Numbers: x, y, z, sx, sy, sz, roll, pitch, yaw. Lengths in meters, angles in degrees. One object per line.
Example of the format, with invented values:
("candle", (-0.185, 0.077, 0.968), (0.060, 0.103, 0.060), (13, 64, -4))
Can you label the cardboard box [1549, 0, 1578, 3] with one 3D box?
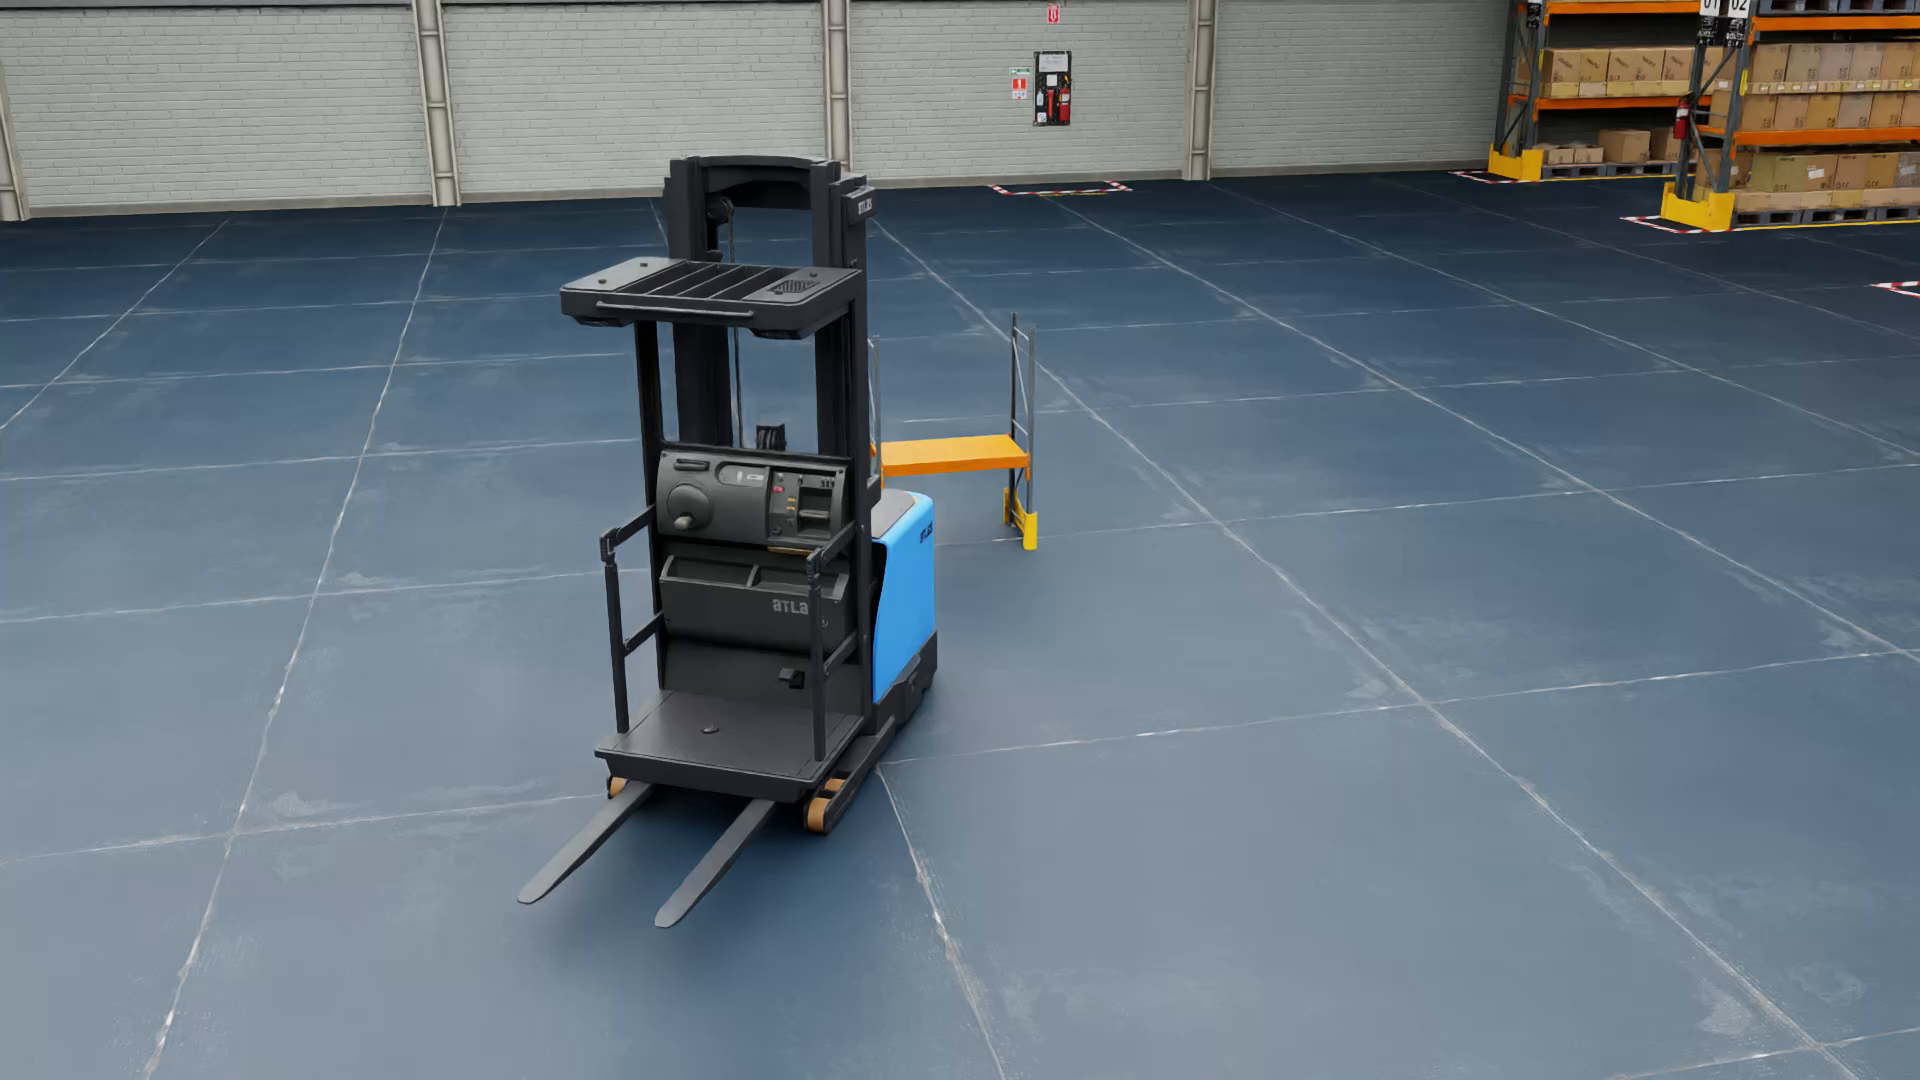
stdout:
("cardboard box", (9.669, -8.967, 26.896), (0.500, 0.500, 0.500), (-4, 21, -11))

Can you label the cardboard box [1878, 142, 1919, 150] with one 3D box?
("cardboard box", (13.799, -5.544, 24.385), (0.500, 0.500, 0.500), (-5, 21, -12))

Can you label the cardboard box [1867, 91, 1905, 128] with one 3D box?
("cardboard box", (12.891, -6.145, 23.584), (0.500, 0.500, 0.700), (-4, 21, -12))

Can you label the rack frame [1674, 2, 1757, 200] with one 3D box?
("rack frame", (10.430, -5.901, 23.063), (0.127, 3.000, 1.000), (-5, 21, -12))

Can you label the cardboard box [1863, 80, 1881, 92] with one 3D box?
("cardboard box", (12.613, -6.354, 23.211), (0.250, 0.149, 0.380), (-4, 20, -11))

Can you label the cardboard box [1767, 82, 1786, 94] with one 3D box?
("cardboard box", (11.117, -6.234, 22.882), (0.250, 0.149, 0.380), (-5, 21, -14))

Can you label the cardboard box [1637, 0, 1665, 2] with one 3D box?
("cardboard box", (11.221, -9.089, 27.231), (0.500, 0.500, 0.500), (-3, 20, -9))

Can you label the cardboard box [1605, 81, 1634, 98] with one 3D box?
("cardboard box", (10.833, -7.515, 27.657), (0.500, 0.250, 0.500), (-5, 21, -13))

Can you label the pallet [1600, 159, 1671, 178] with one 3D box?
("pallet", (11.344, -6.404, 28.489), (1.213, 0.211, 1.003), (-5, 21, -12))

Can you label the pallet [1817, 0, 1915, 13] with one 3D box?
("pallet", (12.313, -7.413, 22.959), (1.213, 0.211, 1.003), (-5, 21, -12))

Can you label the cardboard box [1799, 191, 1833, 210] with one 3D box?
("cardboard box", (11.975, -4.855, 23.596), (0.500, 0.250, 0.500), (-5, 21, -12))

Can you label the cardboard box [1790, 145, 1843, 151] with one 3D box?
("cardboard box", (12.340, -5.425, 24.059), (0.500, 0.500, 0.500), (-5, 21, -12))

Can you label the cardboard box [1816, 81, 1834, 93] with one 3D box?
("cardboard box", (11.865, -6.294, 23.047), (0.250, 0.149, 0.380), (-5, 21, -14))

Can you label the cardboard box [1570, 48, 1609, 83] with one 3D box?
("cardboard box", (10.303, -7.823, 27.409), (0.500, 0.500, 0.500), (-5, 21, -12))

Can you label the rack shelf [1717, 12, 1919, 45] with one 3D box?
("rack shelf", (12.376, -7.130, 23.103), (4.000, 0.370, 1.077), (-5, 21, -12))

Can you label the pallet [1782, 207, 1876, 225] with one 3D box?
("pallet", (12.349, -4.762, 24.007), (1.213, 0.211, 1.003), (-5, 21, -12))

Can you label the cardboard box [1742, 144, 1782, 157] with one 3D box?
("cardboard box", (13.891, -6.972, 28.982), (0.500, 0.500, 0.700), (-4, 20, -11))

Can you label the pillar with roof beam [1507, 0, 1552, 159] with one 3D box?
("pillar with roof beam", (10.759, -9.280, 23.565), (0.400, 9.000, 9.100), (-5, 21, -12))

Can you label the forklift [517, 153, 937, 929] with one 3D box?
("forklift", (-1.034, -0.179, 7.543), (1.130, 2.935, 3.031), (6, 21, 16))

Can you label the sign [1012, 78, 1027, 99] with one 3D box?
("sign", (0.954, -7.254, 26.704), (0.234, 0.329, 0.001), (-5, 21, -12))

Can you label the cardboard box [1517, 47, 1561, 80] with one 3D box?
("cardboard box", (9.696, -7.959, 27.779), (0.500, 0.500, 0.500), (-5, 21, -13))

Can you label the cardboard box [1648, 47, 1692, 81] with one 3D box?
("cardboard box", (11.813, -7.948, 27.750), (0.500, 0.500, 0.500), (-5, 21, -14))

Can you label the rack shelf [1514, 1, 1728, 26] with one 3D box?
("rack shelf", (11.232, -8.788, 27.629), (4.000, 0.370, 1.077), (-5, 21, -12))

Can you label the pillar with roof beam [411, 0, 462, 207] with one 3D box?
("pillar with roof beam", (-6.758, -7.855, 19.676), (0.400, 9.000, 9.100), (-5, 21, -12))

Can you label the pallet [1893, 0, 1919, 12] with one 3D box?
("pallet", (13.498, -7.509, 23.219), (1.213, 0.211, 1.003), (-5, 21, -12))

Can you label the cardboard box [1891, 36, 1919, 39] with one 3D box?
("cardboard box", (16.433, -8.683, 28.928), (0.250, 0.149, 0.380), (-8, 22, -22))

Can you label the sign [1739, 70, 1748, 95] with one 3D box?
("sign", (10.551, -6.159, 22.392), (0.005, 0.325, 0.100), (-5, 21, -12))

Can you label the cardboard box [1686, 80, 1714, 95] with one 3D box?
("cardboard box", (12.301, -7.639, 27.996), (0.500, 0.250, 0.500), (-5, 21, -12))

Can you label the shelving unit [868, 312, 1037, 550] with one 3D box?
("shelving unit", (-0.074, -0.698, 11.040), (1.083, 1.500, 0.587), (-5, 21, -12))

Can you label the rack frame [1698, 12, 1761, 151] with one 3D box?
("rack frame", (13.179, -7.876, 28.453), (0.127, 3.000, 1.000), (-5, 21, -12))

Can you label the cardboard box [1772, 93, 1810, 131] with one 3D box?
("cardboard box", (11.397, -6.024, 23.253), (0.500, 0.500, 0.700), (-4, 21, -11))

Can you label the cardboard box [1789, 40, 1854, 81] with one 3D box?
("cardboard box", (11.939, -6.678, 23.152), (0.500, 0.500, 0.700), (-5, 21, -12))

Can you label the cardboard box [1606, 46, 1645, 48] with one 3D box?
("cardboard box", (11.180, -8.077, 28.103), (0.500, 0.500, 0.500), (-4, 21, -12))

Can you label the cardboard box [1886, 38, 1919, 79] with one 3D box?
("cardboard box", (13.400, -6.796, 23.475), (0.500, 0.500, 0.700), (-5, 21, -13))

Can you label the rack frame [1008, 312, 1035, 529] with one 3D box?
("rack frame", (0.412, -0.738, 11.148), (0.032, 1.500, 0.500), (-5, 21, -12))

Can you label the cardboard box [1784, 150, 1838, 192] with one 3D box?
("cardboard box", (11.972, -5.211, 23.477), (0.500, 0.500, 0.500), (-5, 21, -12))

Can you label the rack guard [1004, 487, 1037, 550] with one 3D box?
("rack guard", (0.410, -0.151, 11.363), (0.087, 0.250, 0.587), (-5, 21, -12))

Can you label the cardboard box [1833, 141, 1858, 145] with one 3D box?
("cardboard box", (15.378, -7.100, 29.330), (0.500, 0.500, 0.700), (-5, 21, -13))

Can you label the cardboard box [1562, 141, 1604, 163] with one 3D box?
("cardboard box", (10.535, -6.573, 28.166), (0.500, 0.311, 0.500), (-3, 20, -8))

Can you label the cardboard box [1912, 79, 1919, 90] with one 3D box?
("cardboard box", (13.356, -6.414, 23.376), (0.250, 0.149, 0.380), (-5, 21, -13))

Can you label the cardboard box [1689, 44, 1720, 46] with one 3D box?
("cardboard box", (12.673, -8.199, 28.436), (0.500, 0.500, 0.500), (-5, 21, -14))

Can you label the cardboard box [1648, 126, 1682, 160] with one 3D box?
("cardboard box", (12.178, -6.813, 28.547), (0.500, 0.500, 0.500), (-6, 21, -17))

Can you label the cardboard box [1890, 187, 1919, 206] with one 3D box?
("cardboard box", (13.432, -4.978, 23.929), (0.500, 0.250, 0.500), (-5, 21, -12))

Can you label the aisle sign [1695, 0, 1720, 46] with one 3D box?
("aisle sign", (10.298, -7.215, 22.870), (0.004, 0.787, 0.394), (-5, 21, -12))

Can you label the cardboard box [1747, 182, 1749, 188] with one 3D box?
("cardboard box", (11.367, -4.992, 23.969), (0.500, 0.250, 0.500), (-5, 21, -12))

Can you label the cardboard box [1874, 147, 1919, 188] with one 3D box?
("cardboard box", (13.432, -5.330, 23.802), (0.500, 0.500, 0.500), (-5, 21, -12))
